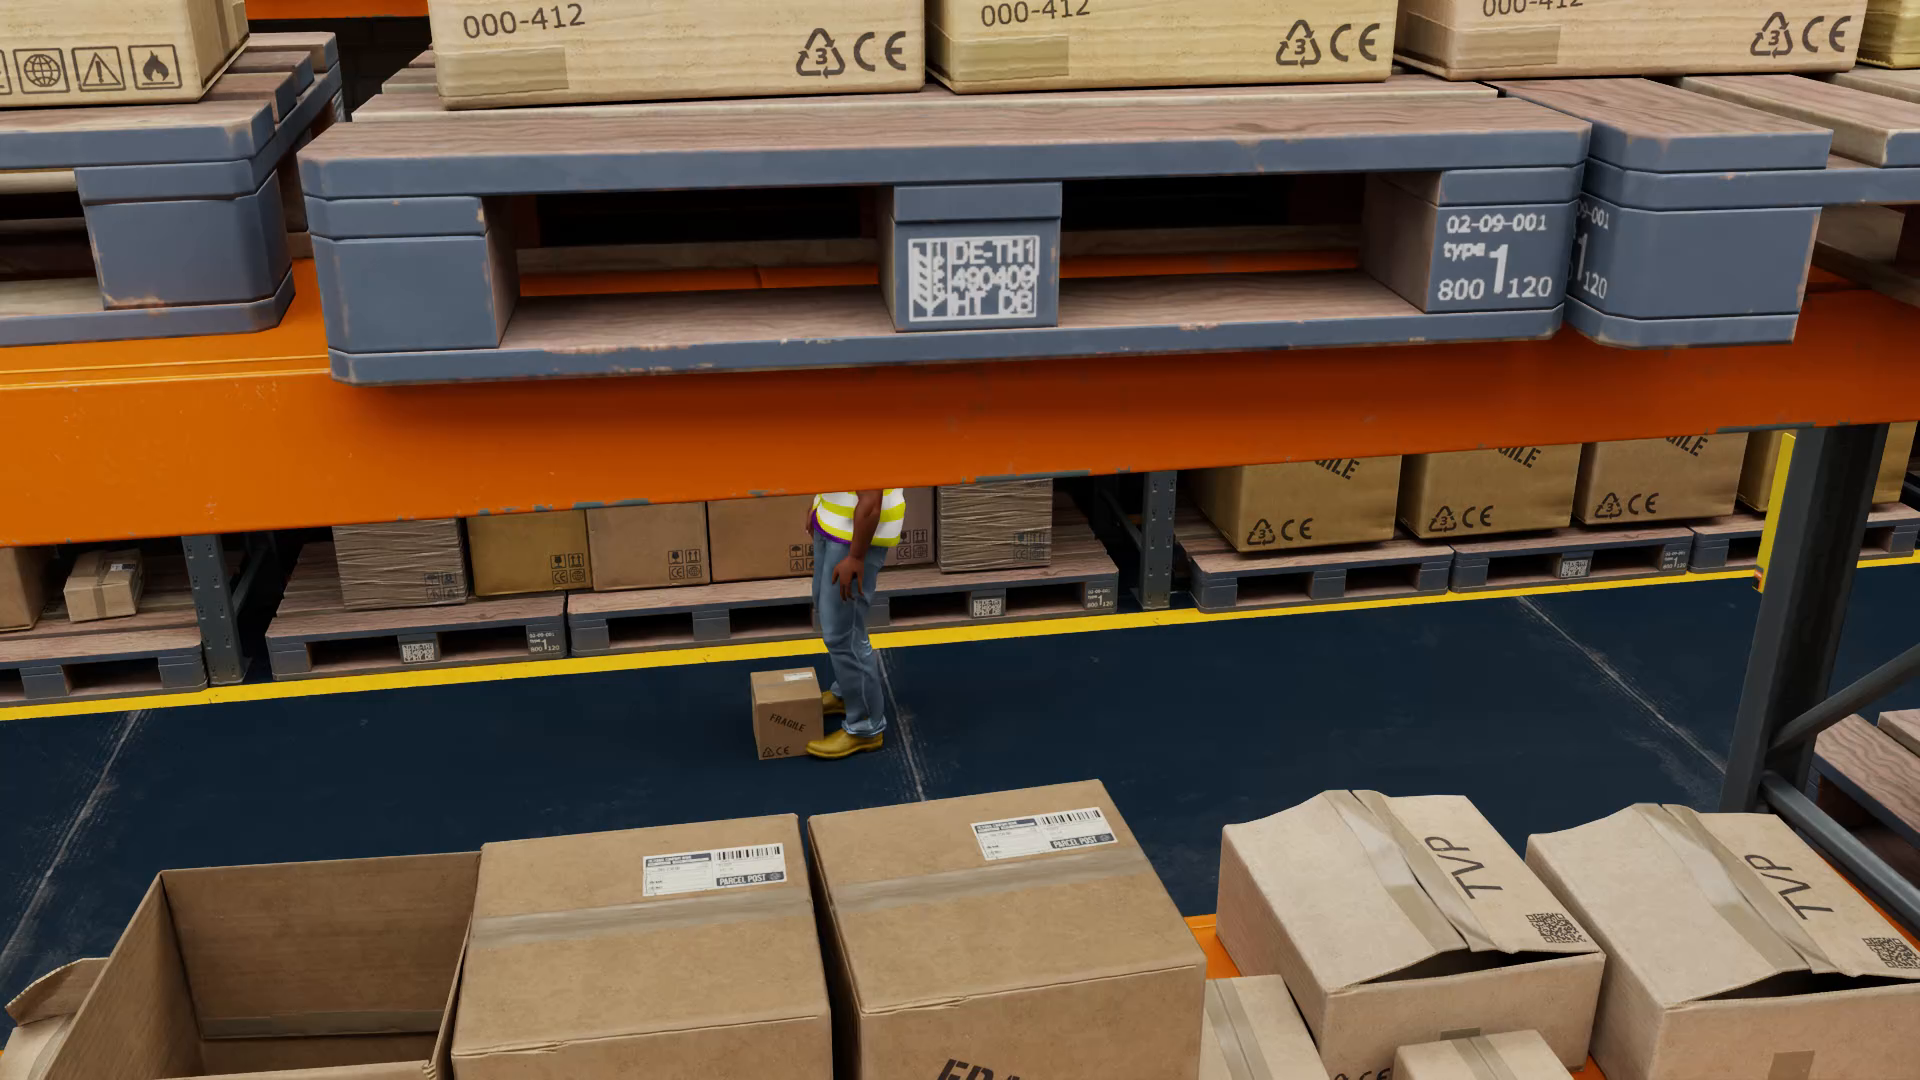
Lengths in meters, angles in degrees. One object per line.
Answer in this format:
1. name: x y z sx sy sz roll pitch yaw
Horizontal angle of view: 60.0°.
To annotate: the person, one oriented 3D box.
1. person: -0.457 -0.044 6.177 0.463 1.760 0.633 -5 24 -11
